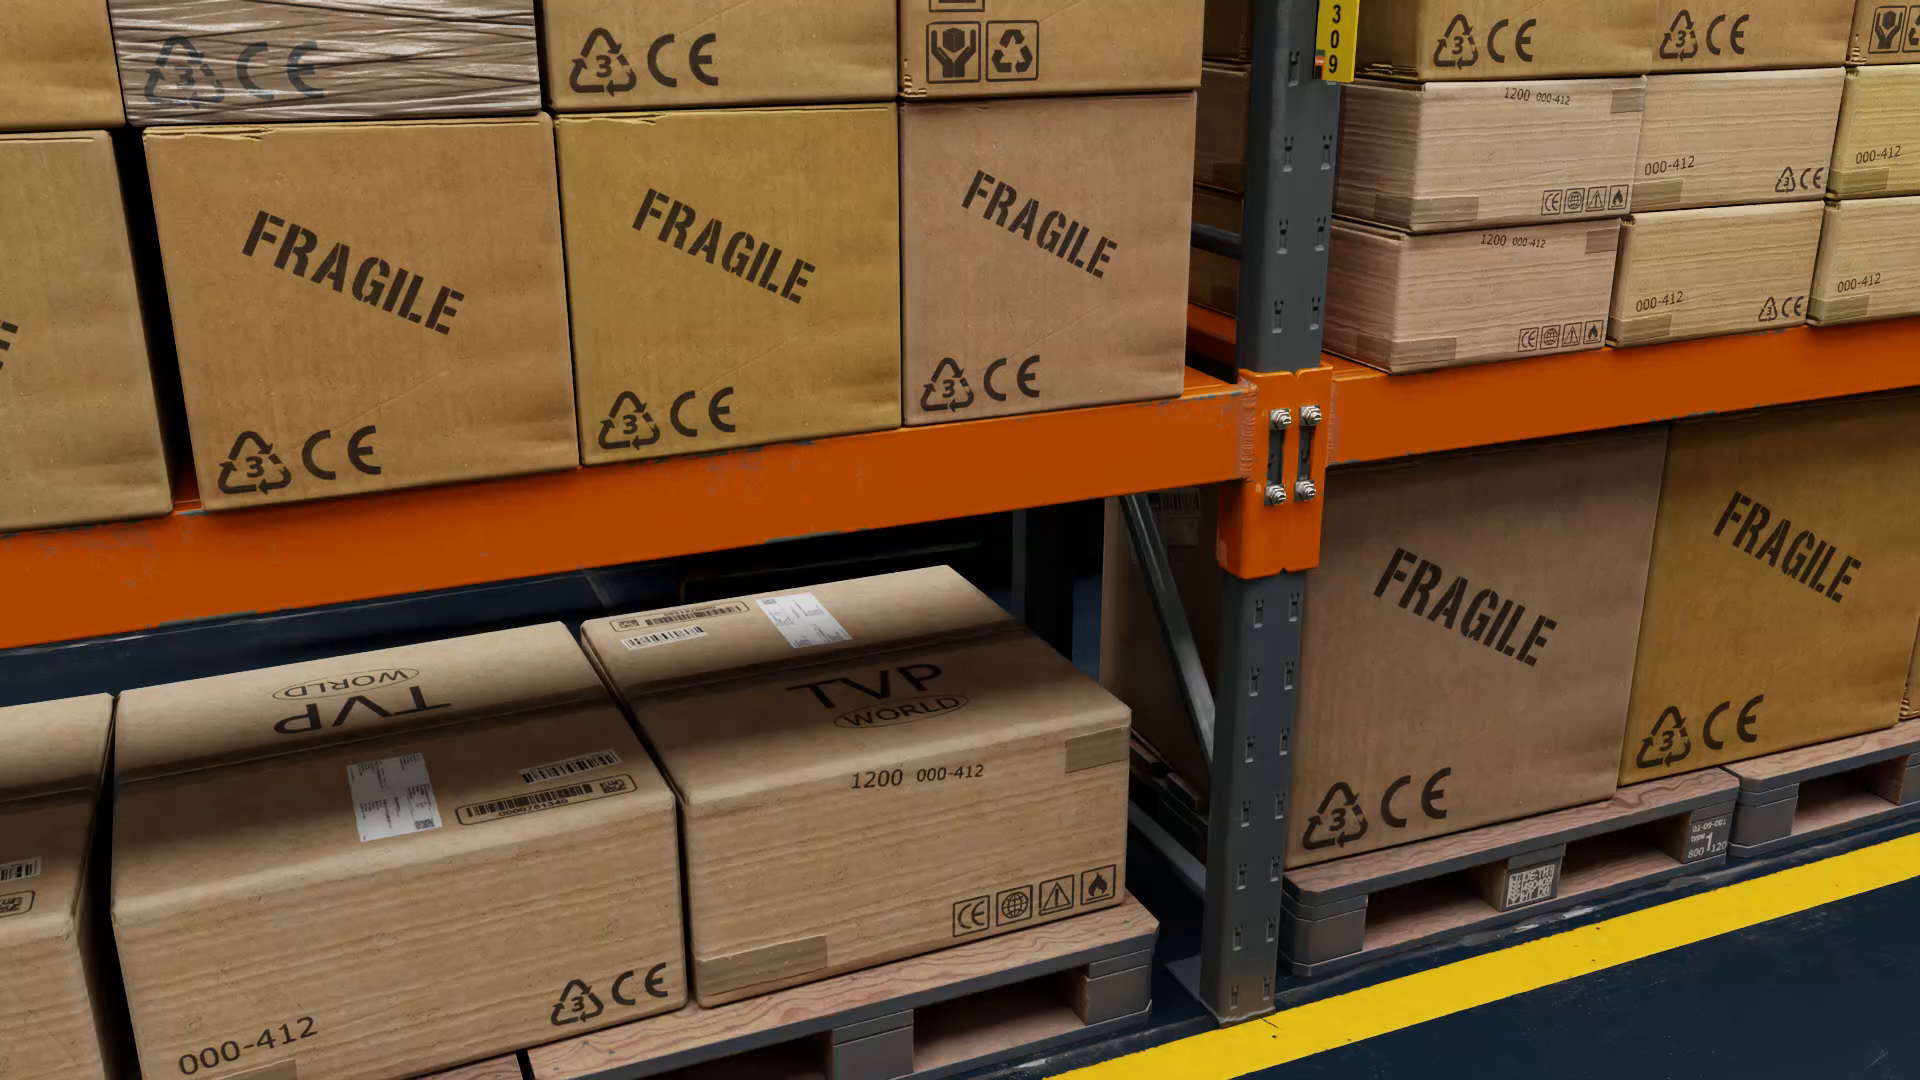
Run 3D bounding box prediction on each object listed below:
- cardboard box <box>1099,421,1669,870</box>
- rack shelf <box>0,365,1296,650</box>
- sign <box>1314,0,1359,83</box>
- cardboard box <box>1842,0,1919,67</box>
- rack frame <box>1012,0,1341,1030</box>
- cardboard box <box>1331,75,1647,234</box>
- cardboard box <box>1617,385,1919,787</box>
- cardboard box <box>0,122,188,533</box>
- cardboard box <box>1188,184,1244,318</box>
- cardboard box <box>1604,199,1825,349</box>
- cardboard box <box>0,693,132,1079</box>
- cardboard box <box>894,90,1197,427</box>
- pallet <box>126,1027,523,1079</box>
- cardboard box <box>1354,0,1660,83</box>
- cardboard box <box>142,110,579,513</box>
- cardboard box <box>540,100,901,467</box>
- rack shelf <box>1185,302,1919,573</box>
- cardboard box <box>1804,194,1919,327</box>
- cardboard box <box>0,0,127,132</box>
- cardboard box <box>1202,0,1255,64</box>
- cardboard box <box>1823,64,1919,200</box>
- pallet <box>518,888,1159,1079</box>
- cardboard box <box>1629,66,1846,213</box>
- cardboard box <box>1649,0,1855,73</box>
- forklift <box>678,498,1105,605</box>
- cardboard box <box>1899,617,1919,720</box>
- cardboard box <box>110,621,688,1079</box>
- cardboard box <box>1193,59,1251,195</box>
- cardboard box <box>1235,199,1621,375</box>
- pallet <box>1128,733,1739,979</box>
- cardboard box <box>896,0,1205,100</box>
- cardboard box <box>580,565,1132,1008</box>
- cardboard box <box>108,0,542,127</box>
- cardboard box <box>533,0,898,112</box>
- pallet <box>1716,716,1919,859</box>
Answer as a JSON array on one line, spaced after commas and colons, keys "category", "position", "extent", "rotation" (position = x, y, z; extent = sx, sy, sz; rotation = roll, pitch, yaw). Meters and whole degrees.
[{"category": "cardboard box", "position": [0.912, 0.088, 3.821], "extent": [0.875, 0.875, 0.875], "rotation": [-7, 21, -20]}, {"category": "rack shelf", "position": [-1.462, -0.007, 2.610], "extent": [4.000, 0.370, 1.077], "rotation": [-8, 21, -22]}, {"category": "sign", "position": [0.596, -0.886, 2.600], "extent": [0.005, 0.325, 0.100], "rotation": [-8, 21, -22]}, {"category": "cardboard box", "position": [1.810, -1.239, 3.369], "extent": [0.500, 0.500, 0.500], "rotation": [-9, 21, -23]}, {"category": "rack frame", "position": [0.374, -0.610, 3.237], "extent": [0.127, 3.000, 1.000], "rotation": [-8, 21, -22]}, {"category": "cardboard box", "position": [0.890, -0.747, 3.099], "extent": [0.500, 0.250, 0.500], "rotation": [-9, 21, -23]}, {"category": "cardboard box", "position": [1.738, -0.033, 4.166], "extent": [0.875, 0.875, 0.875], "rotation": [-8, 21, -20]}, {"category": "cardboard box", "position": [-1.363, -0.314, 2.246], "extent": [0.500, 0.500, 0.500], "rotation": [-7, 21, -20]}, {"category": "cardboard box", "position": [0.687, -0.675, 3.648], "extent": [0.500, 0.250, 0.500], "rotation": [-9, 21, -23]}, {"category": "cardboard box", "position": [1.358, -0.585, 3.393], "extent": [0.500, 0.250, 0.500], "rotation": [-9, 21, -23]}, {"category": "cardboard box", "position": [-1.895, 0.687, 2.781], "extent": [0.875, 0.438, 0.875], "rotation": [-8, 21, -20]}, {"category": "cardboard box", "position": [0.050, -0.518, 2.826], "extent": [0.500, 0.500, 0.500], "rotation": [-8, 21, -21]}, {"category": "pallet", "position": [-1.477, 0.944, 3.025], "extent": [1.213, 0.211, 1.003], "rotation": [-8, 21, -22]}, {"category": "cardboard box", "position": [0.892, -1.099, 2.970], "extent": [0.500, 0.500, 0.500], "rotation": [-8, 21, -21]}, {"category": "cardboard box", "position": [-0.876, -0.378, 2.428], "extent": [0.500, 0.500, 0.500], "rotation": [-8, 21, -23]}, {"category": "cardboard box", "position": [-0.420, -0.449, 2.629], "extent": [0.500, 0.500, 0.500], "rotation": [-9, 21, -23]}, {"category": "rack shelf", "position": [2.211, -0.534, 4.104], "extent": [4.000, 0.370, 1.077], "rotation": [-8, 21, -22]}, {"category": "cardboard box", "position": [1.834, -0.647, 3.570], "extent": [0.500, 0.250, 0.500], "rotation": [-8, 21, -22]}, {"category": "cardboard box", "position": [-1.346, -0.785, 2.078], "extent": [0.500, 0.500, 0.500], "rotation": [-8, 21, -22]}, {"category": "cardboard box", "position": [0.685, -1.264, 3.439], "extent": [0.500, 0.500, 0.500], "rotation": [-7, 21, -20]}, {"category": "cardboard box", "position": [1.832, -0.882, 3.484], "extent": [0.500, 0.250, 0.500], "rotation": [-8, 21, -21]}, {"category": "pallet", "position": [-0.355, 0.782, 3.484], "extent": [1.213, 0.211, 1.003], "rotation": [-8, 21, -22]}, {"category": "cardboard box", "position": [1.358, -0.824, 3.318], "extent": [0.500, 0.250, 0.500], "rotation": [-8, 21, -21]}, {"category": "cardboard box", "position": [1.349, -1.174, 3.184], "extent": [0.500, 0.500, 0.500], "rotation": [-8, 21, -22]}, {"category": "forklift", "position": [-0.707, -1.318, 5.351], "extent": [3.031, 2.935, 1.130], "rotation": [-7, 20, -18]}, {"category": "cardboard box", "position": [2.560, -0.150, 4.499], "extent": [0.875, 0.875, 0.875], "rotation": [-8, 21, -21]}, {"category": "cardboard box", "position": [-1.066, 0.569, 3.116], "extent": [0.875, 0.438, 0.875], "rotation": [-9, 21, -24]}, {"category": "cardboard box", "position": [0.683, -0.907, 3.554], "extent": [0.500, 0.250, 0.500], "rotation": [-8, 21, -22]}, {"category": "cardboard box", "position": [0.883, -0.516, 3.198], "extent": [0.500, 0.250, 0.500], "rotation": [-9, 21, -23]}, {"category": "pallet", "position": [1.053, 0.581, 4.054], "extent": [1.213, 0.211, 1.003], "rotation": [-8, 21, -22]}, {"category": "cardboard box", "position": [0.051, -0.982, 2.639], "extent": [0.500, 0.500, 0.500], "rotation": [-8, 21, -22]}, {"category": "cardboard box", "position": [-0.245, 0.451, 3.451], "extent": [0.875, 0.438, 0.875], "rotation": [-8, 21, -23]}, {"category": "cardboard box", "position": [-0.882, -0.848, 2.258], "extent": [0.500, 0.500, 0.500], "rotation": [-8, 21, -21]}, {"category": "cardboard box", "position": [-0.419, -0.918, 2.457], "extent": [0.500, 0.500, 0.500], "rotation": [-8, 21, -23]}, {"category": "pallet", "position": [2.175, 0.419, 4.513], "extent": [1.213, 0.211, 1.003], "rotation": [-8, 21, -22]}]
